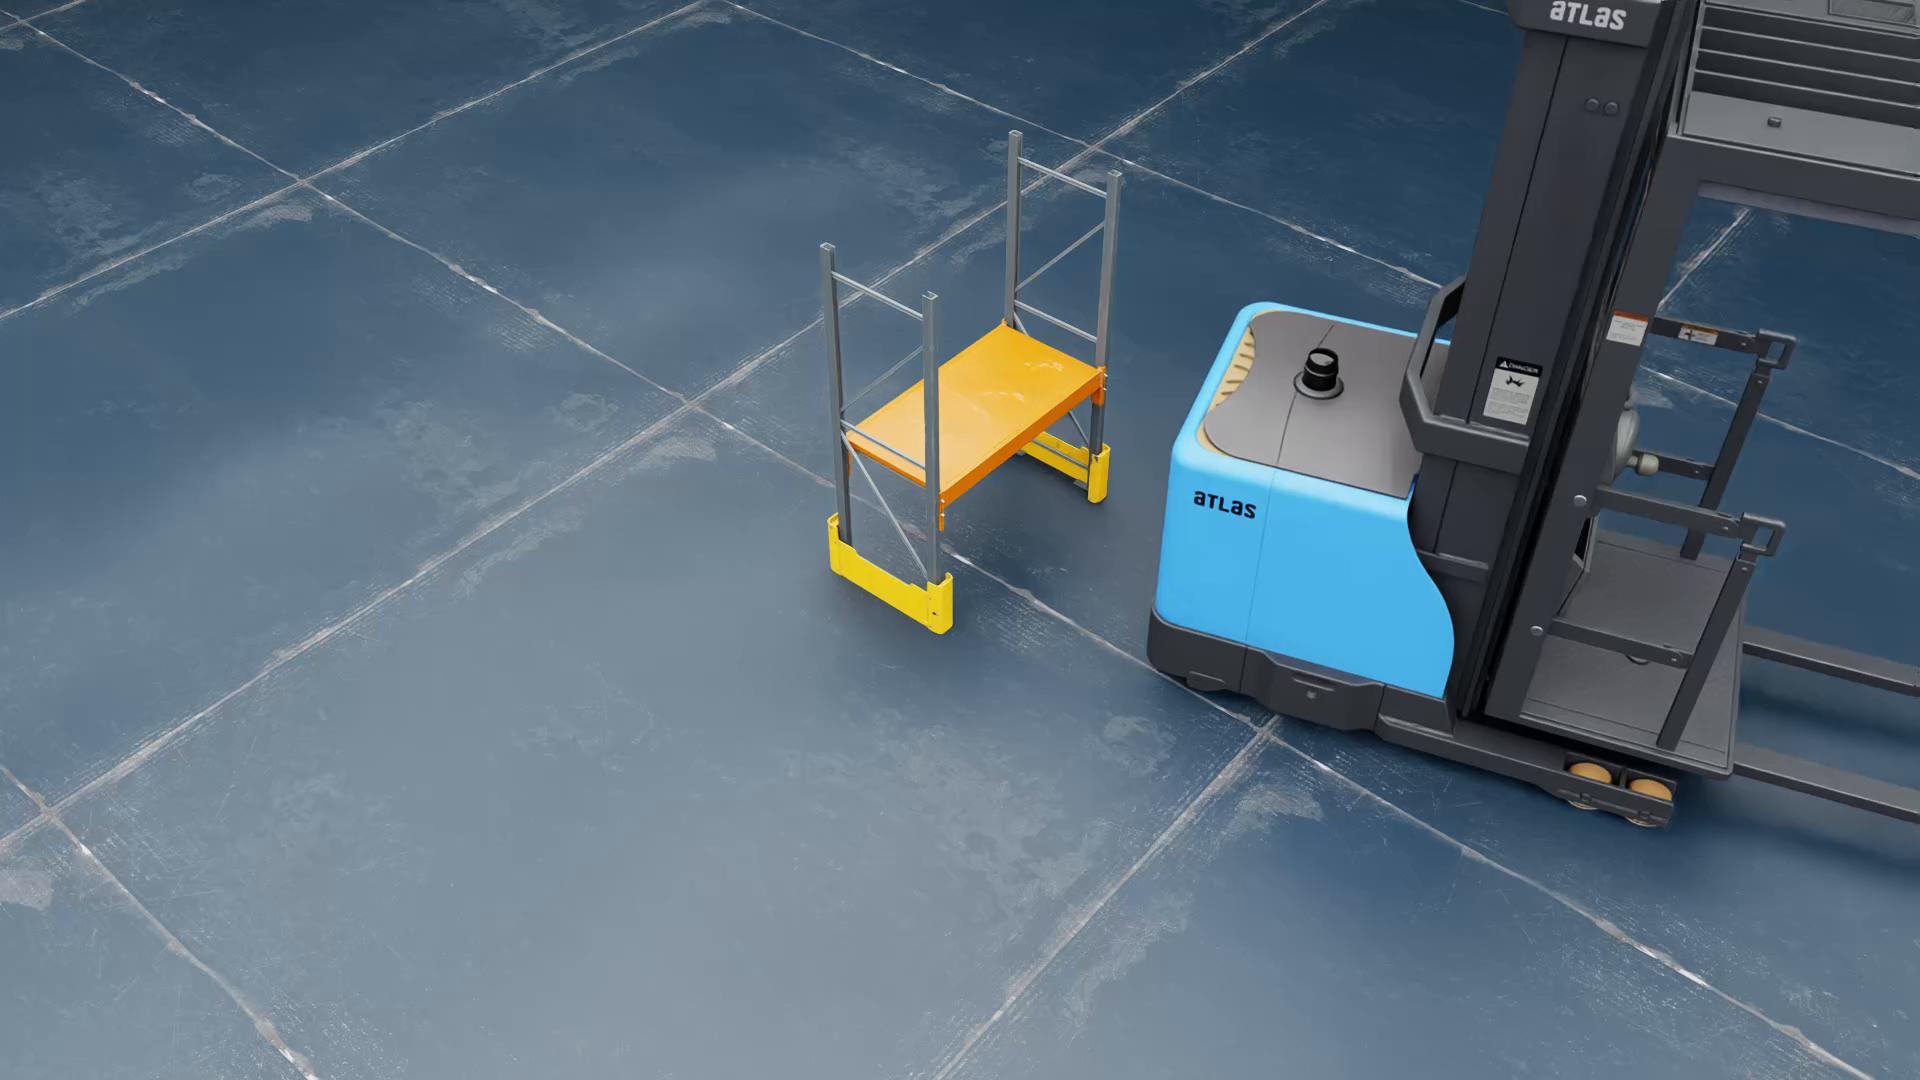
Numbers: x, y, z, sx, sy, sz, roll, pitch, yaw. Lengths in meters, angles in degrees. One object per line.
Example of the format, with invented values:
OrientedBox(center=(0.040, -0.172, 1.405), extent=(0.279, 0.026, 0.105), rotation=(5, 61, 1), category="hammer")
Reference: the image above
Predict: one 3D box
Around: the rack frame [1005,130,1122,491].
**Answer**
OrientedBox(center=(0.382, -0.861, 6.582), extent=(0.500, 1.500, 0.032), rotation=(29, 50, 28), category="rack frame")

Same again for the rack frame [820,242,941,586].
OrientedBox(center=(-0.272, -0.337, 6.006), extent=(0.500, 1.500, 0.032), rotation=(29, 50, 28), category="rack frame")

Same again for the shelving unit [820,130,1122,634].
OrientedBox(center=(0.049, -0.594, 6.289), extent=(0.587, 1.500, 1.083), rotation=(29, 50, 28), category="shelving unit")

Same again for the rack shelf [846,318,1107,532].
OrientedBox(center=(0.055, -0.466, 6.415), extent=(0.538, 0.185, 1.000), rotation=(29, 50, 28), category="rack shelf")

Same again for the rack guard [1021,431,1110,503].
OrientedBox(center=(0.370, -0.388, 6.991), extent=(0.587, 0.250, 0.087), rotation=(29, 50, 28), category="rack guard")

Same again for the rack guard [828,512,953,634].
OrientedBox(center=(-0.271, 0.125, 6.427), extent=(0.587, 0.250, 0.087), rotation=(29, 50, 28), category="rack guard")

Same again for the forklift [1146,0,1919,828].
OrientedBox(center=(2.261, -0.516, 5.138), extent=(3.031, 2.935, 1.130), rotation=(15, 44, 16), category="forklift")
